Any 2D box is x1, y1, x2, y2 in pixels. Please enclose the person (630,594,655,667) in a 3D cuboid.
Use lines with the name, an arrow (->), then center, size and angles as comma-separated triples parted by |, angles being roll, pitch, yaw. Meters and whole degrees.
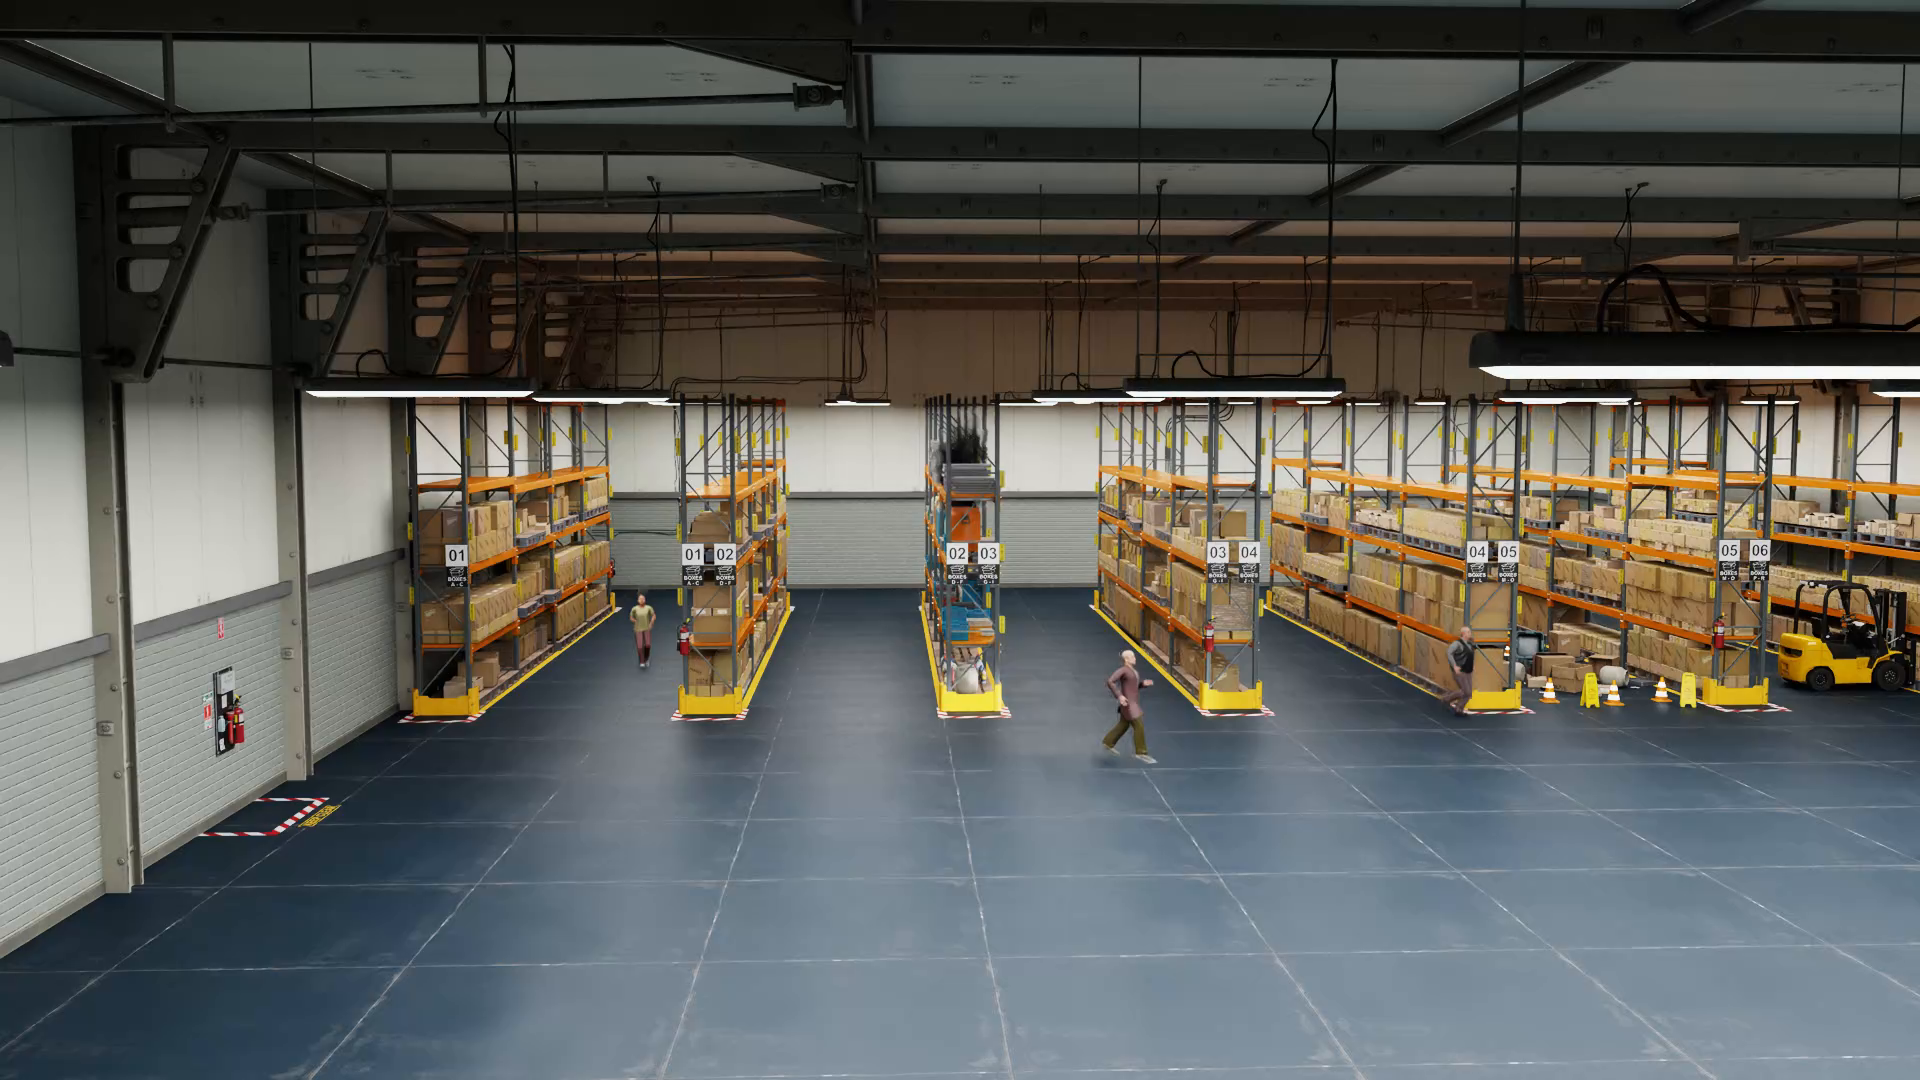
person -> -6.983, 2.002, 36.606 | 0.559, 1.629, 0.583 | -1, 5, -11

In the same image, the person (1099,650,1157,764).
person -> 2.729, 2.684, 26.941 | 0.991, 1.807, 0.687 | 1, 5, 18

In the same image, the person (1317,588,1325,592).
person -> 10.611, 1.037, 48.508 | 0.767, 1.726, 0.606 | -2, 5, -20

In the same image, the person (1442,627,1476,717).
person -> 9.324, 2.451, 30.958 | 0.680, 1.680, 0.546 | -4, 6, -41
